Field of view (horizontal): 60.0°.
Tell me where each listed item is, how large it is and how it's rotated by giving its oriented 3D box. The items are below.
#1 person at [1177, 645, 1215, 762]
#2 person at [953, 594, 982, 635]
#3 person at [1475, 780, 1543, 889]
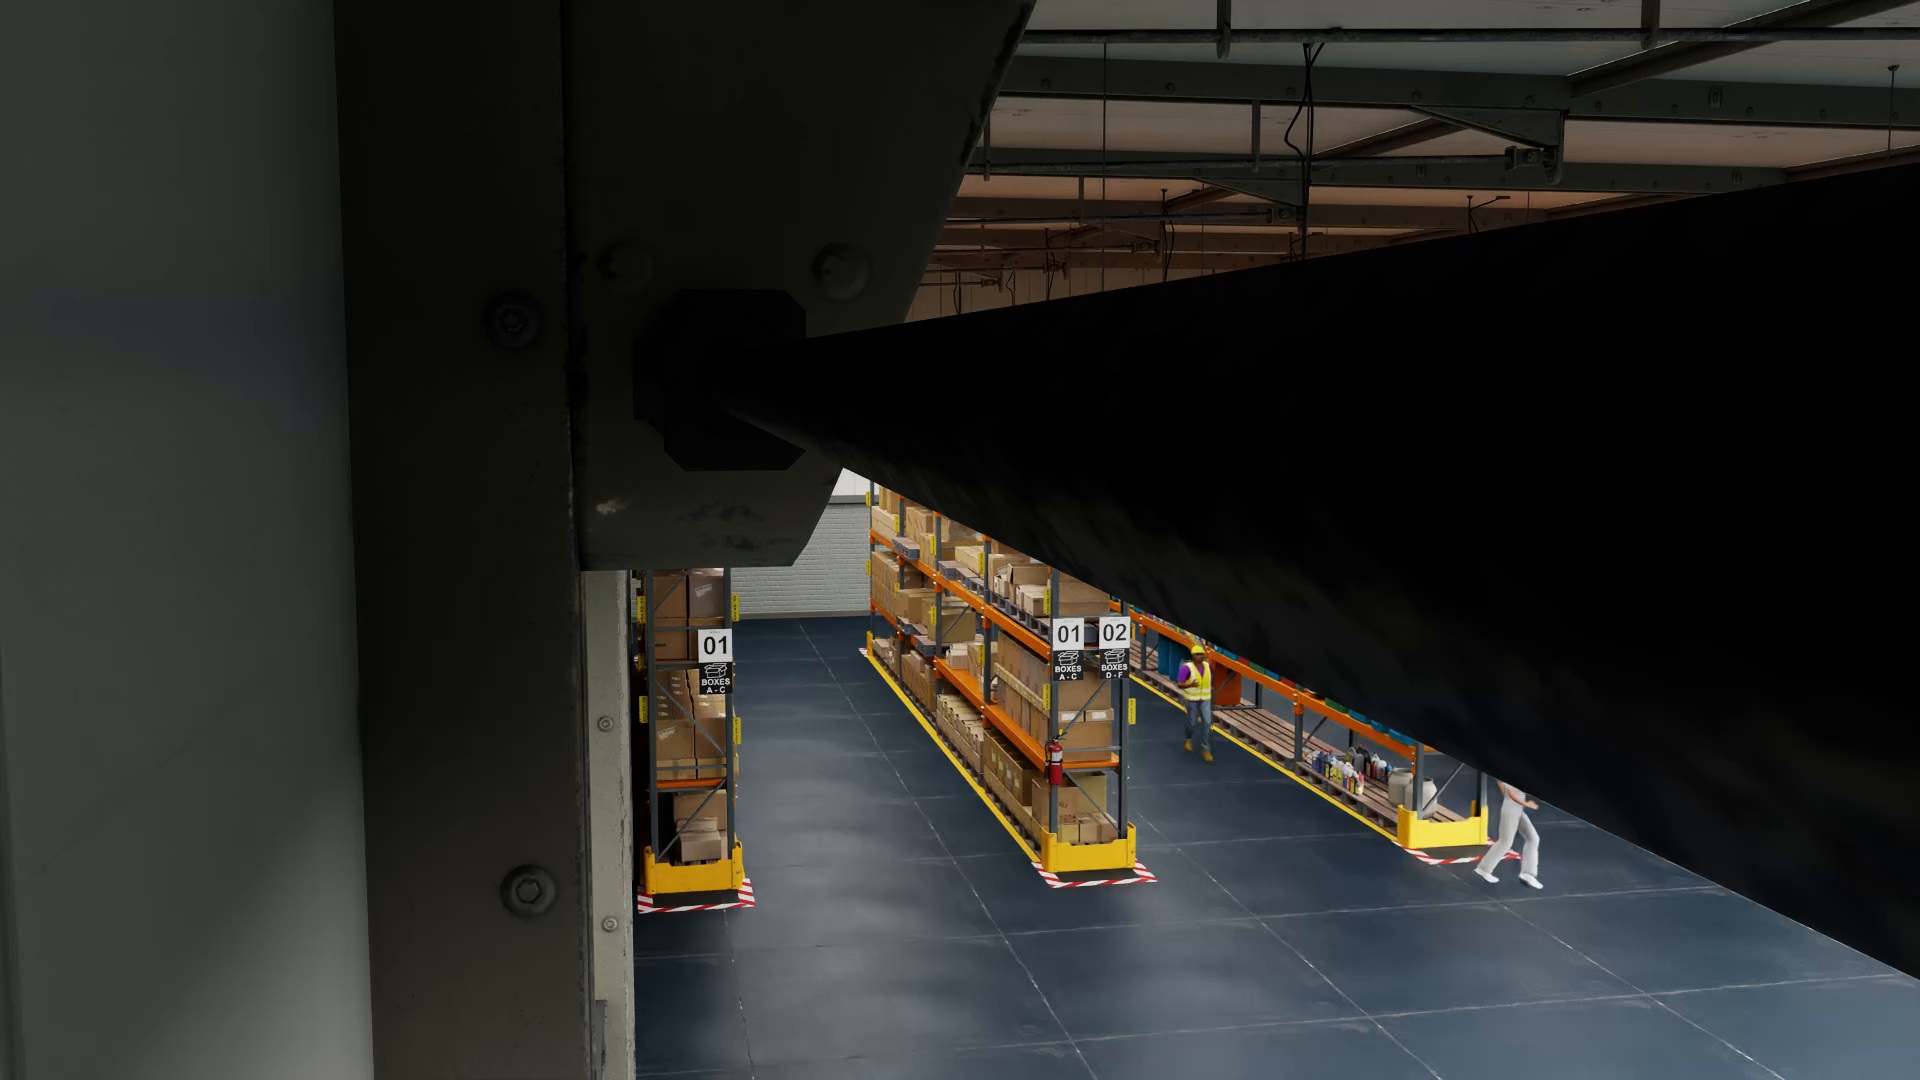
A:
[{"bbox_3d":[3.794,2.567,26.536,0.688,1.788,0.891,-1,6,-12],"label":"person"},{"bbox_3d":[0.227,1.624,37.043,0.671,1.713,0.862,-5,8,-39],"label":"person"},{"bbox_3d":[6.770,3.381,20.394,0.790,1.690,0.614,3,7,24],"label":"person"}]
